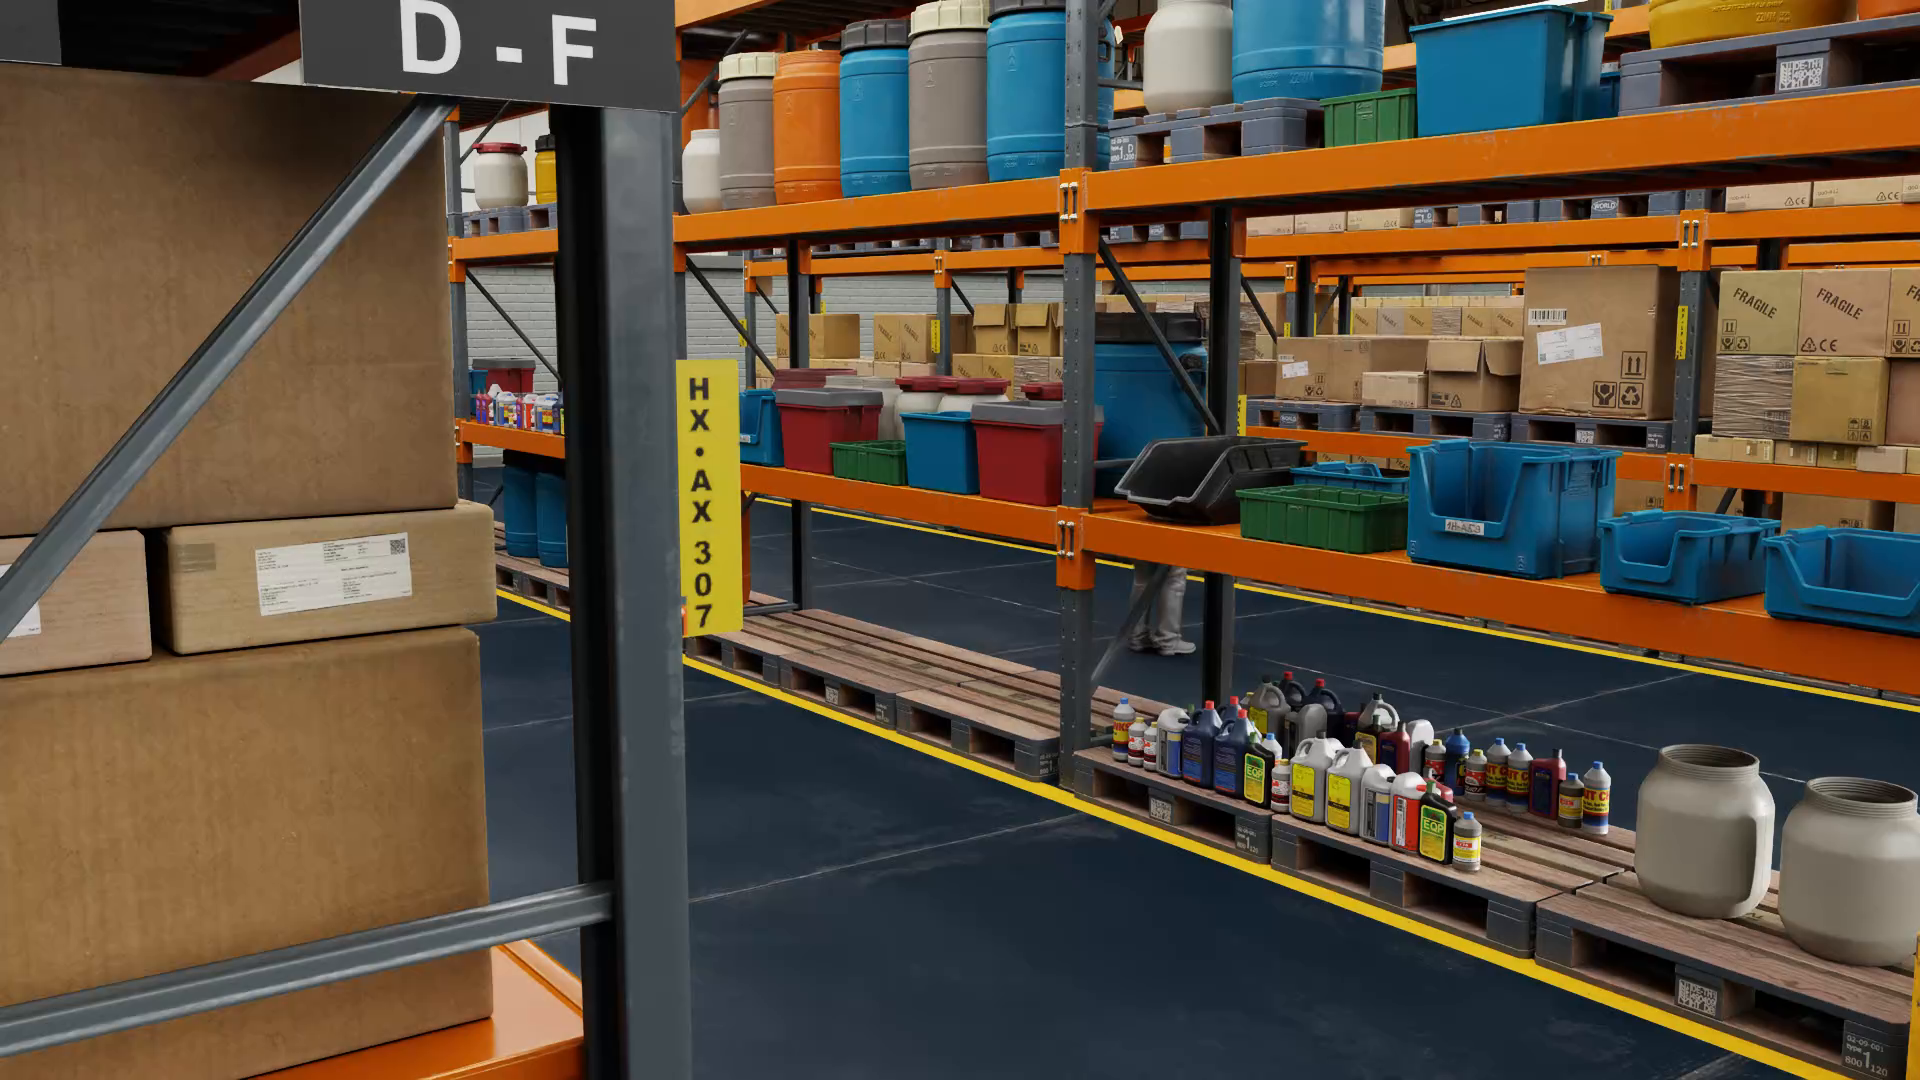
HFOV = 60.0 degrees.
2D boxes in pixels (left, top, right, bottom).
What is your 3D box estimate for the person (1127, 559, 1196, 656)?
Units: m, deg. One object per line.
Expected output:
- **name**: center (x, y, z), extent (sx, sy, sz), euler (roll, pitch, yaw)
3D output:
- **person**: center (1.335, -0.150, 10.838), extent (0.546, 1.765, 0.494), euler (-5, 9, -35)
